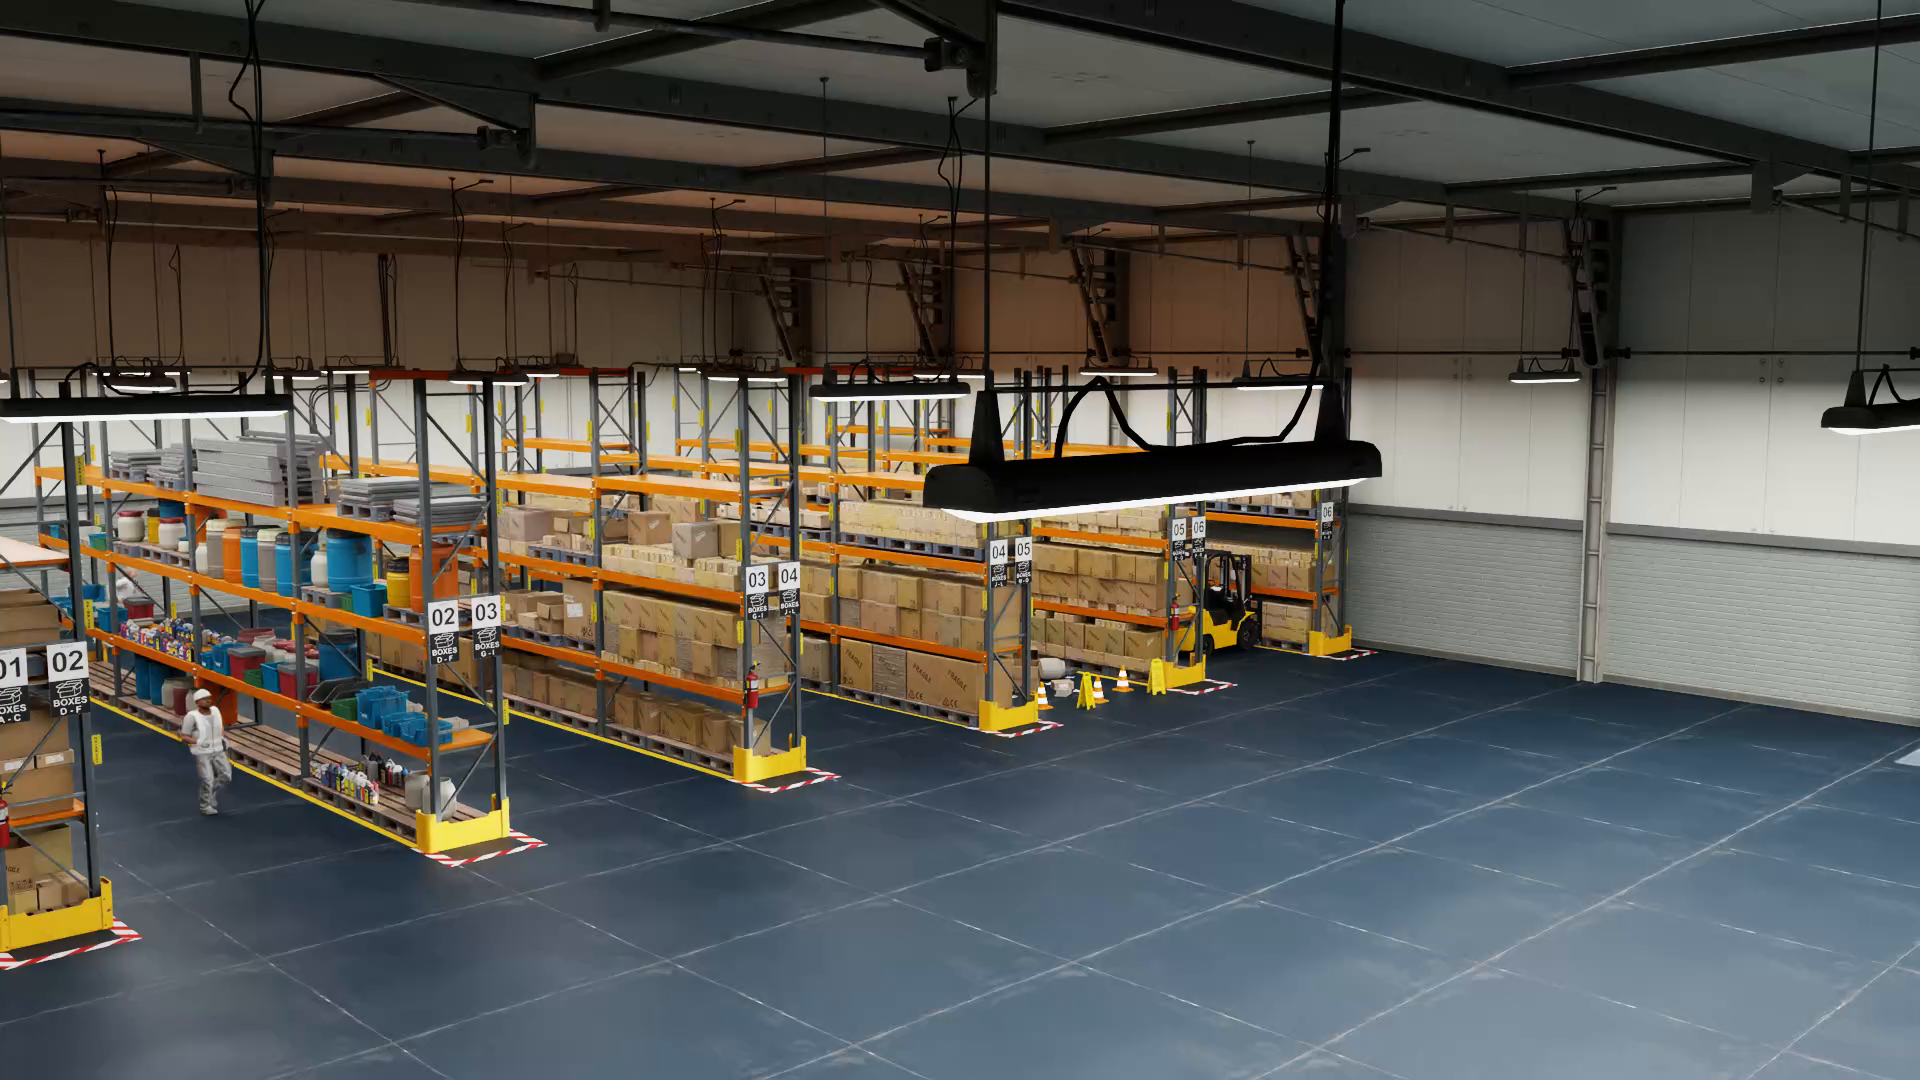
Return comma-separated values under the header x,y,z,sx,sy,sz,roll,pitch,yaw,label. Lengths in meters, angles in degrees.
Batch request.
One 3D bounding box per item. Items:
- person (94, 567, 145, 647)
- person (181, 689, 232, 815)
x,y,z,sx,sy,sz,roll,pitch,yaw,label
-17.910,1.474,35.447,1.078,1.800,0.704,-3,7,-25,person
-10.250,2.900,22.726,0.598,1.736,0.672,4,8,33,person
